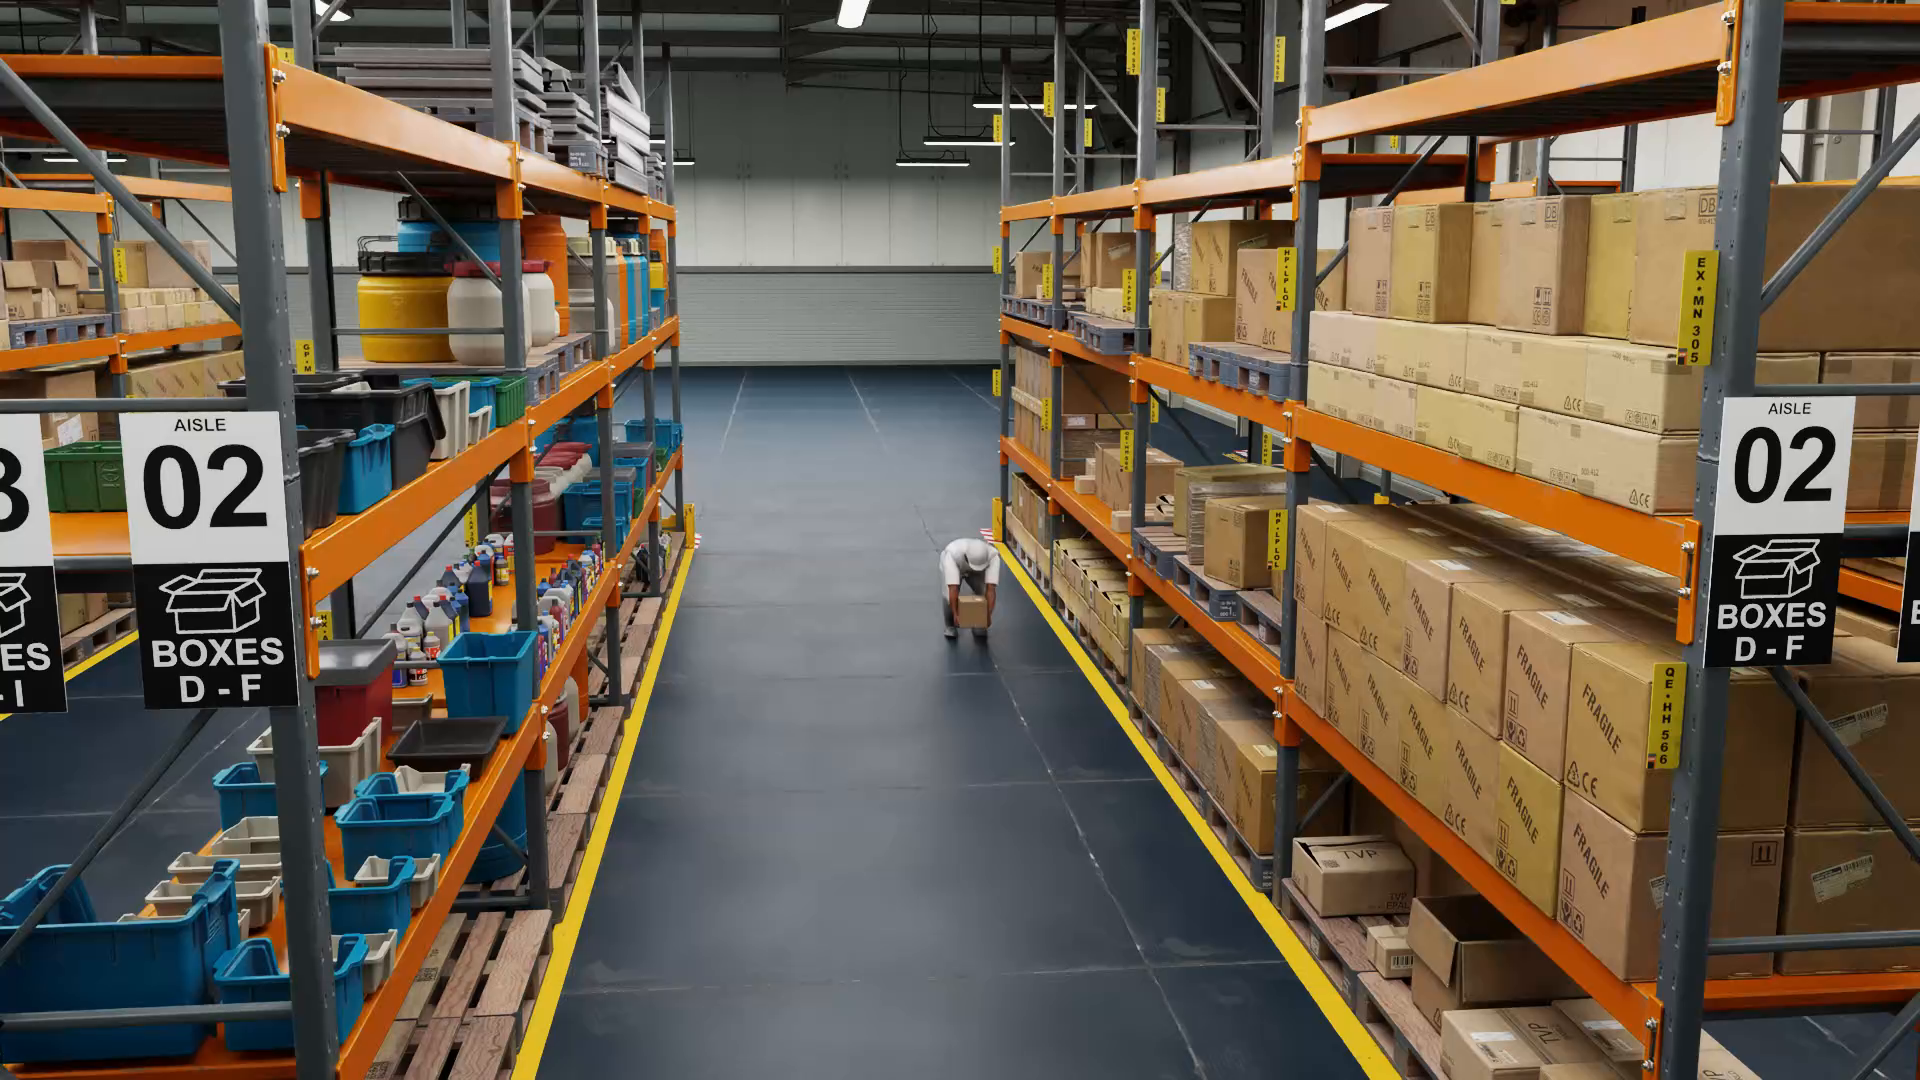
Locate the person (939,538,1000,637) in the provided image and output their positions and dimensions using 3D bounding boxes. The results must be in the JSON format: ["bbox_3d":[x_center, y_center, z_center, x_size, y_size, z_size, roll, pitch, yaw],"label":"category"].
[{"bbox_3d":[0.091,0.432,15.578,0.526,1.006,0.948,-2,10,-9],"label":"person"}]
